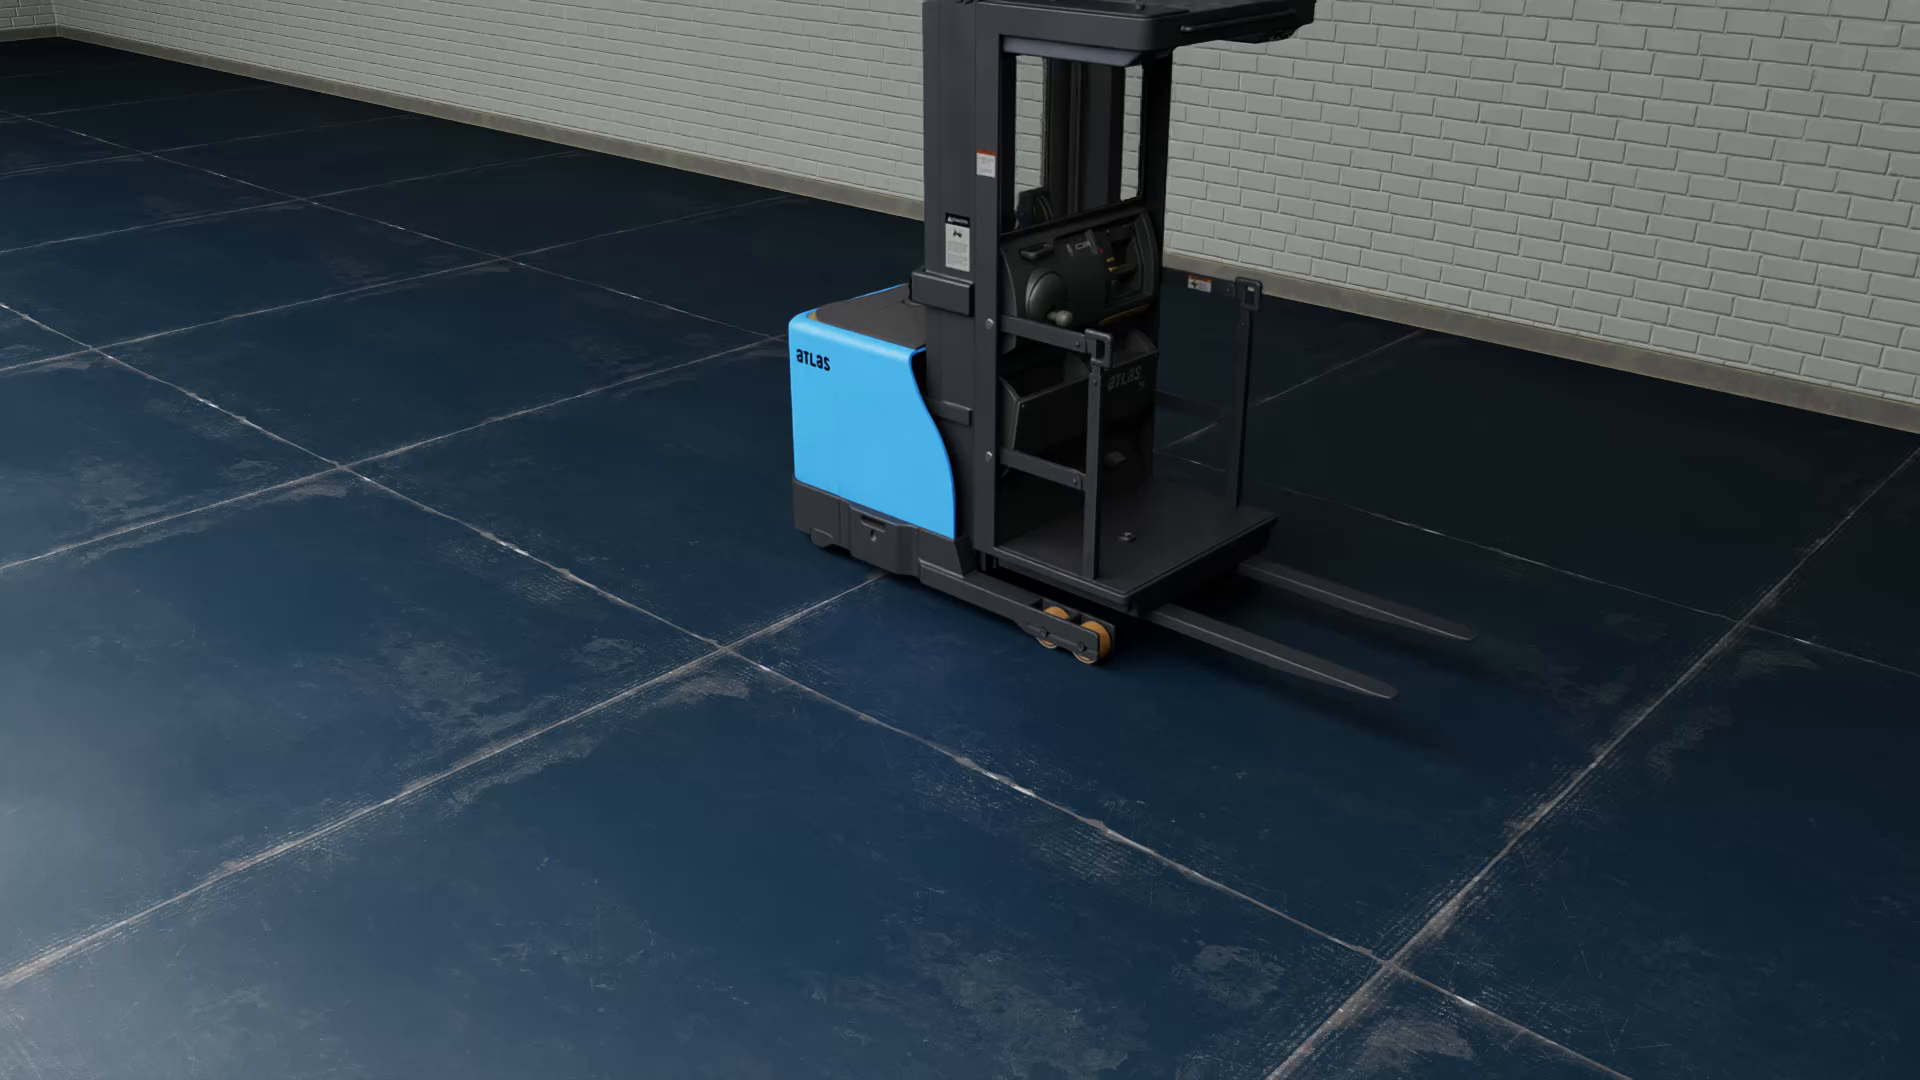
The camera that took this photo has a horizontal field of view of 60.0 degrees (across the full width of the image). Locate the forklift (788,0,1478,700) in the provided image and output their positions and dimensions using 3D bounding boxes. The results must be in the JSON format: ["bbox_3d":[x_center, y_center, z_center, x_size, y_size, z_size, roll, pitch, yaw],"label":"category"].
[{"bbox_3d":[0.652,-1.085,6.587,3.031,2.935,1.130,21,31,38],"label":"forklift"}]
